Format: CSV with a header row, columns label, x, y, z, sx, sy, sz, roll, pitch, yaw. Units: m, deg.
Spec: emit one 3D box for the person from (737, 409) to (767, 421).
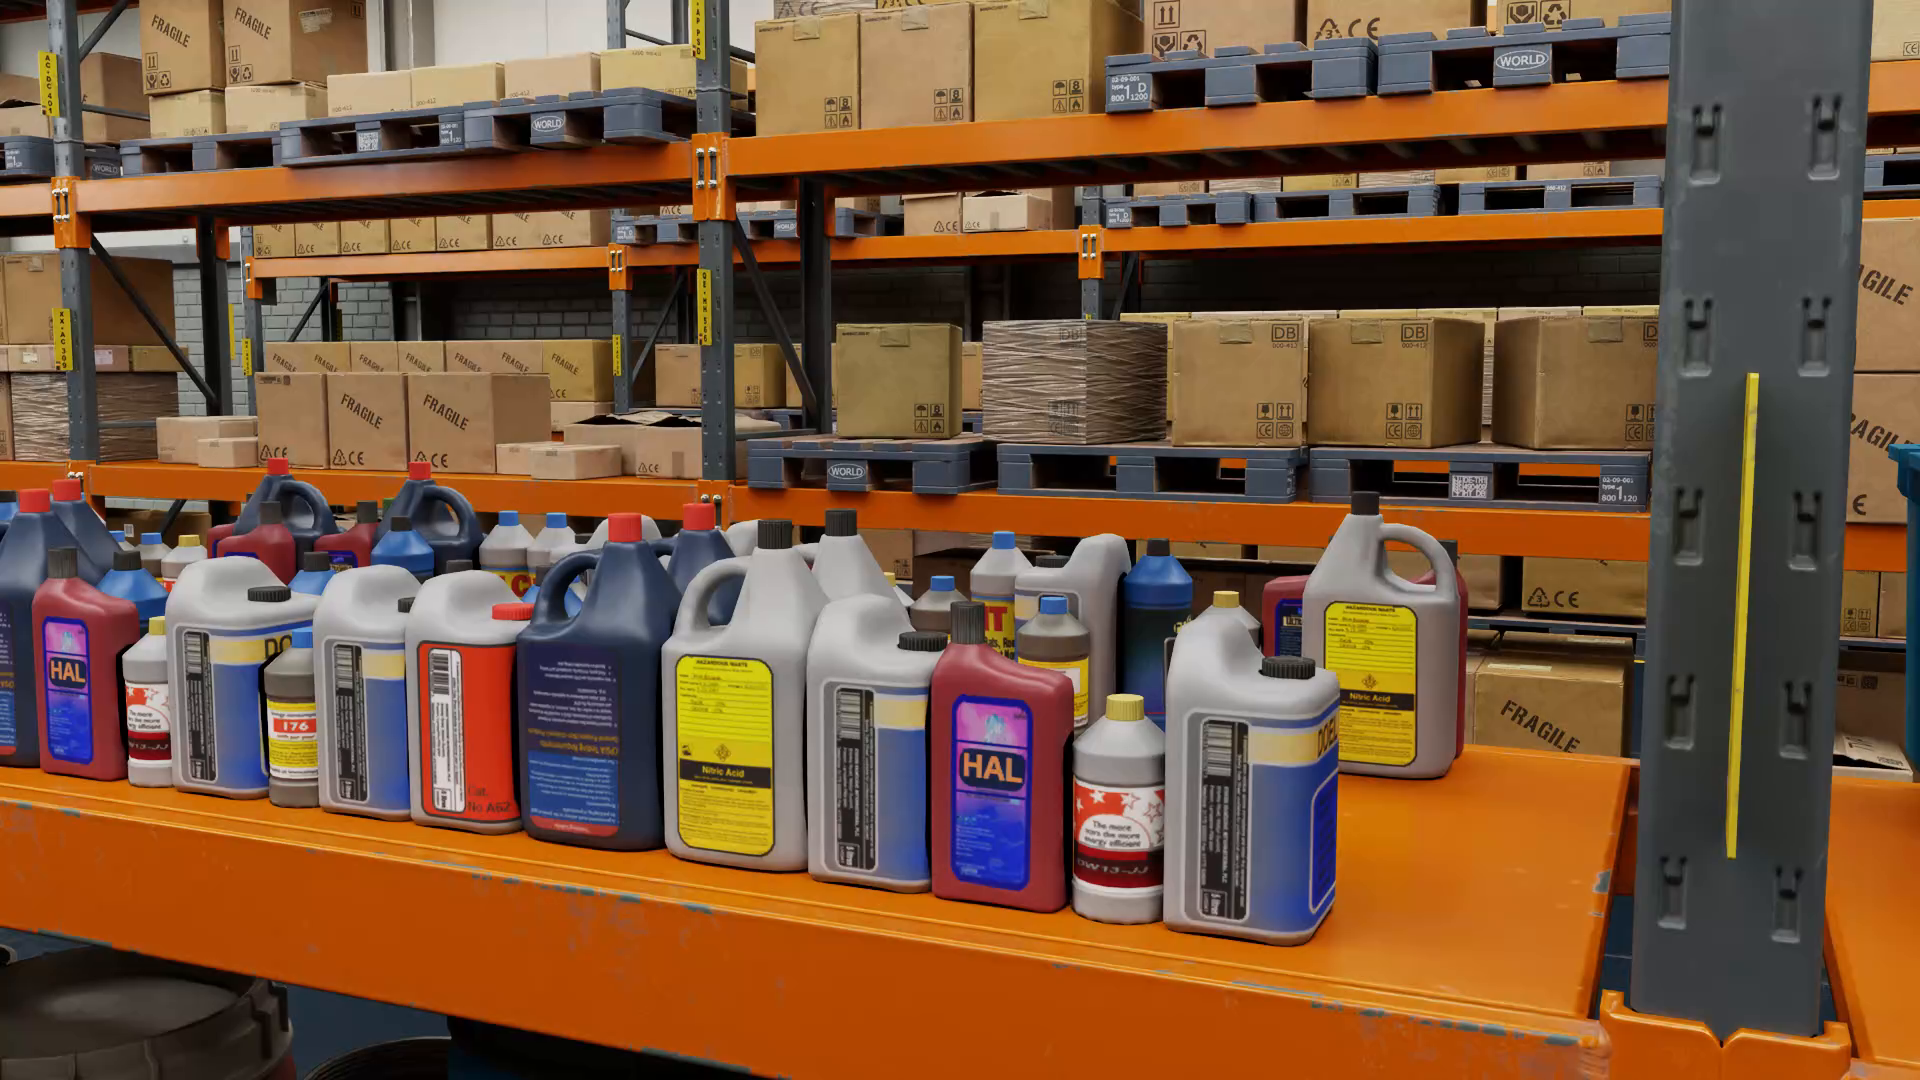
label,x,y,z,sx,sy,sz,roll,pitch,yaw
person,-1.337,0.024,9.778,0.492,1.591,0.404,3,6,25
